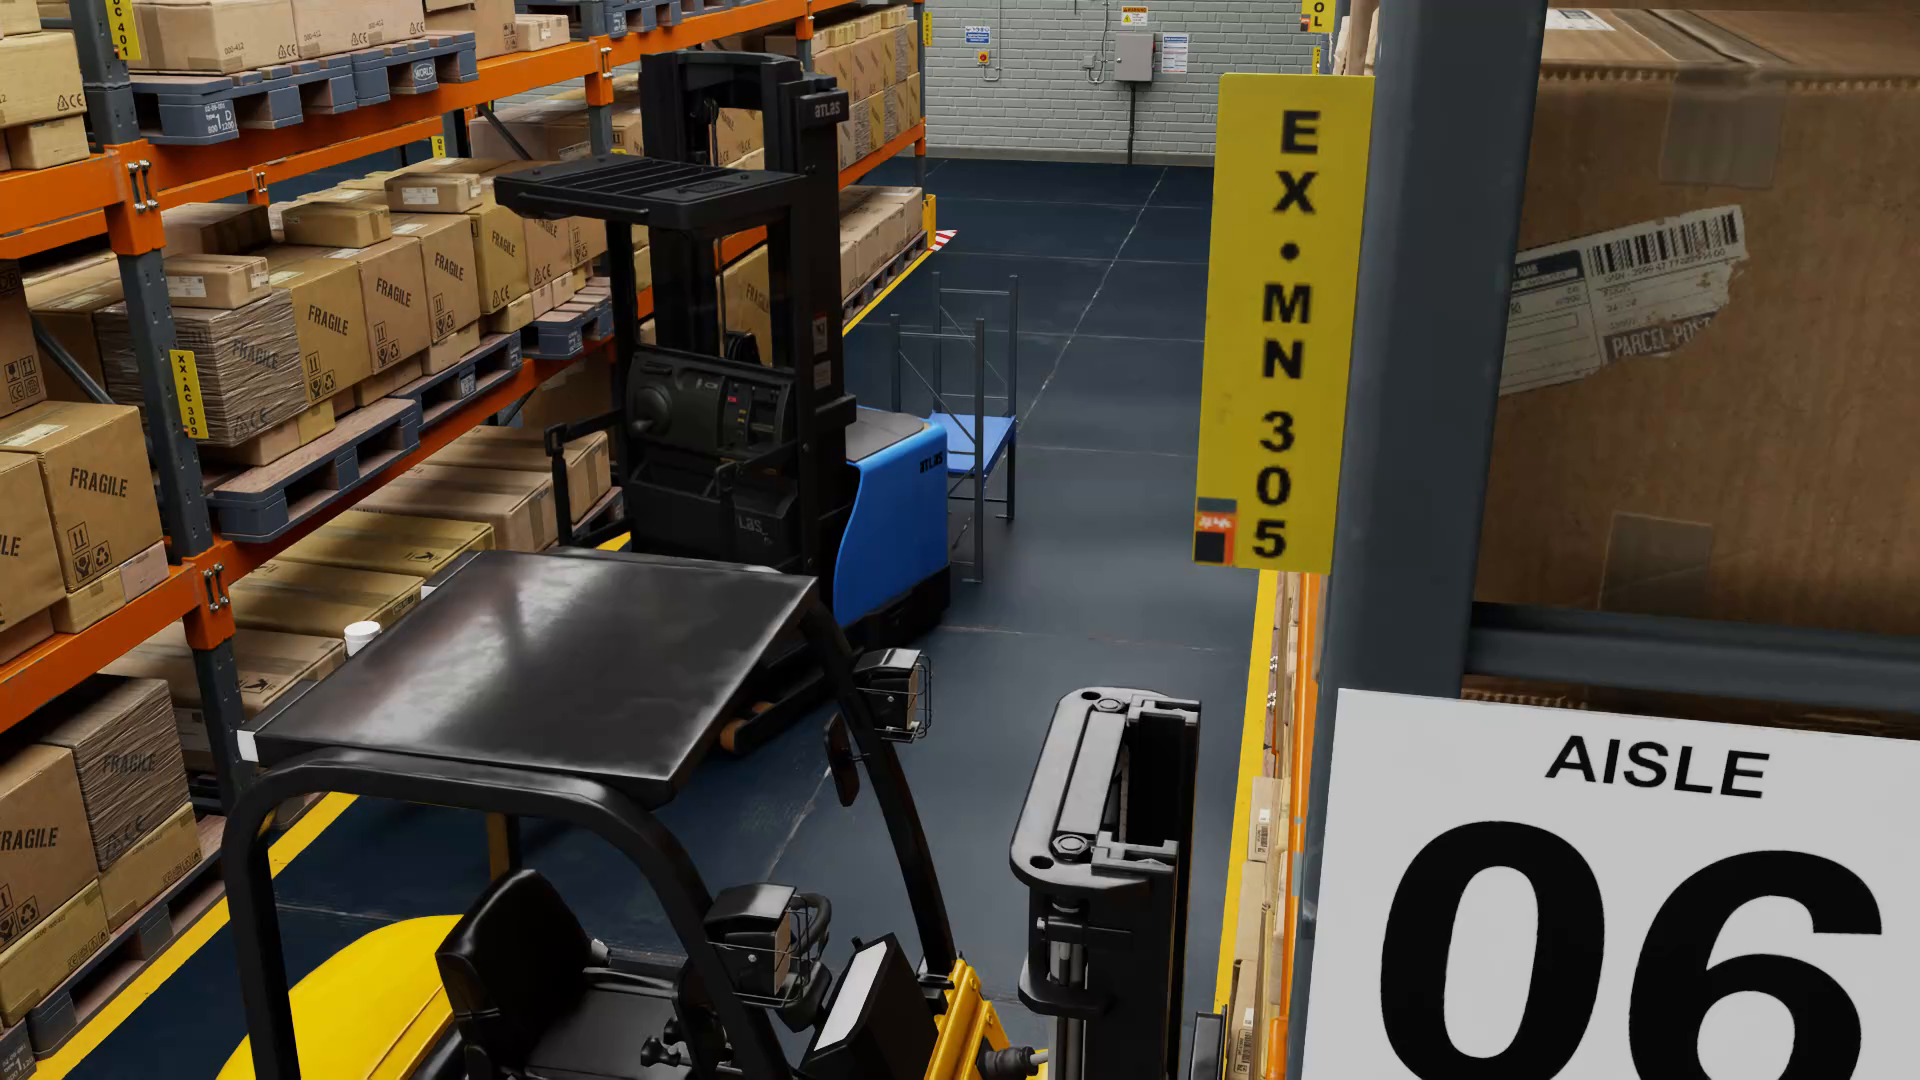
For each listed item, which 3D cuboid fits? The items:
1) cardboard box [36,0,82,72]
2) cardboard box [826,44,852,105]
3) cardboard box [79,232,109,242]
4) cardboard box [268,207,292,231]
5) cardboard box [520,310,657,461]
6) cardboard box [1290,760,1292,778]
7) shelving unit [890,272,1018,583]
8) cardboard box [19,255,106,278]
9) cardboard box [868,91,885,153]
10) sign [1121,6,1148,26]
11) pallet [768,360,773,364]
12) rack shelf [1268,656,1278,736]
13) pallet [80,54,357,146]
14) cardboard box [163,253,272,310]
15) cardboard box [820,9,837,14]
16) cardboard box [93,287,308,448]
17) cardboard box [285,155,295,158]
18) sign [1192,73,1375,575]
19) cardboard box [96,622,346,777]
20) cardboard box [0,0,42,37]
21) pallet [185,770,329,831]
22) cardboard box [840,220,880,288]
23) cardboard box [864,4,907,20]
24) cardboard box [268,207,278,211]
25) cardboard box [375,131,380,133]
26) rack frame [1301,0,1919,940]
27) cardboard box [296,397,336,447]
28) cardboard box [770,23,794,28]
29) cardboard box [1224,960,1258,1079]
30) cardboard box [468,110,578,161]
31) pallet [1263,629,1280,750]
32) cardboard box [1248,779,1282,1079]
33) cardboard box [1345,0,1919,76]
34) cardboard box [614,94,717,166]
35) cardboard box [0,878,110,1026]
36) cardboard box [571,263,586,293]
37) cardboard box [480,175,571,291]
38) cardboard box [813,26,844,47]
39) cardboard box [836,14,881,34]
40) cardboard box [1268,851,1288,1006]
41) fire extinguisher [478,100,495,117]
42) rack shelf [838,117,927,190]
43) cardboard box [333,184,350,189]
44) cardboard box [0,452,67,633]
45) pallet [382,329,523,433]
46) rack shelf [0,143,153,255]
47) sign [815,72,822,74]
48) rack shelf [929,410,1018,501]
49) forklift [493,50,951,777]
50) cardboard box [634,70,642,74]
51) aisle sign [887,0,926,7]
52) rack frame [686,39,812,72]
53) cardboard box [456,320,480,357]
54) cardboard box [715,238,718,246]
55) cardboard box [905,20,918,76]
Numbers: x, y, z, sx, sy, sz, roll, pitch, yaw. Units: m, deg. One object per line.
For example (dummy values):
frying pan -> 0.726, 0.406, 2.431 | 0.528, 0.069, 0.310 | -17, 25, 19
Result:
cardboard box -> -3.330, -1.901, 6.182 | 0.500, 0.250, 0.500 | 4, 22, 10
cardboard box -> -1.231, -3.936, 14.138 | 0.500, 0.500, 0.500 | 4, 22, 10
cardboard box -> -7.057, -2.364, 13.488 | 0.500, 0.250, 0.500 | 5, 22, 12
cardboard box -> -3.120, -1.287, 7.939 | 0.500, 0.500, 0.500 | 4, 22, 9
cardboard box -> -2.269, -1.078, 10.797 | 0.875, 0.875, 0.875 | 4, 22, 10
cardboard box -> 0.895, 0.531, 3.519 | 0.380, 0.149, 0.250 | 4, 22, 10
shelving unit -> -0.017, -0.665, 9.496 | 0.538, 1.500, 1.048 | 4, 22, 11
cardboard box -> -6.763, -1.945, 12.448 | 0.500, 0.250, 0.500 | 5, 22, 11
cardboard box -> -1.003, -3.837, 15.232 | 0.500, 0.500, 0.500 | 5, 22, 13
sign -> 2.284, -6.862, 21.771 | 0.339, 0.242, 0.001 | 4, 22, 11
pallet -> -1.758, -1.504, 13.305 | 1.003, 0.211, 1.213 | 4, 22, 11
rack shelf -> 1.961, -0.180, 7.249 | 1.077, 0.370, 4.000 | 4, 22, 11
pallet -> -3.077, -1.682, 6.250 | 1.213, 0.211, 1.003 | 4, 22, 11
cardboard box -> -2.865, -0.985, 6.321 | 0.380, 0.149, 0.250 | 4, 22, 11
cardboard box -> -1.387, -4.965, 15.827 | 0.380, 0.149, 0.250 | 4, 22, 9
cardboard box -> -2.931, -0.688, 6.453 | 0.500, 0.500, 0.500 | 5, 22, 12
cardboard box -> -6.183, -3.488, 14.835 | 0.380, 0.149, 0.250 | 5, 22, 12
sign -> 0.208, -0.132, 1.071 | 0.100, 0.325, 0.005 | 4, 22, 11
cardboard box -> -3.203, 0.672, 7.124 | 0.950, 0.372, 0.625 | 5, 22, 12
cardboard box -> -3.158, -1.672, 5.243 | 0.380, 0.149, 0.250 | 5, 22, 12
pallet -> -3.150, 0.849, 7.463 | 1.003, 0.211, 1.213 | 4, 22, 11
cardboard box -> -1.259, -2.641, 15.262 | 0.875, 0.438, 0.875 | 4, 22, 9
cardboard box -> -0.736, -5.213, 16.441 | 0.380, 0.149, 0.250 | 5, 22, 12
cardboard box -> -6.572, -3.107, 16.011 | 0.380, 0.149, 0.250 | 3, 22, 8
cardboard box -> -5.902, -4.069, 16.277 | 0.380, 0.149, 0.250 | 5, 22, 12
rack frame -> 0.737, -1.103, 0.546 | 1.000, 3.000, 0.127 | 4, 22, 11
cardboard box -> -2.825, -0.507, 6.870 | 0.380, 0.149, 0.250 | 5, 22, 12
cardboard box -> -1.653, -4.400, 14.424 | 0.380, 0.149, 0.250 | 4, 22, 11
cardboard box -> 0.942, 1.356, 4.251 | 0.500, 0.250, 0.500 | 5, 23, 13
cardboard box -> -2.642, -2.342, 10.181 | 0.500, 0.500, 0.500 | 4, 22, 9
pallet -> 1.912, 0.791, 7.607 | 1.003, 0.211, 1.213 | 4, 22, 11
cardboard box -> 0.891, 0.873, 3.538 | 0.500, 0.500, 0.500 | 5, 22, 11
cardboard box -> 0.895, -0.546, 2.349 | 0.700, 0.500, 0.500 | 5, 22, 11
cardboard box -> -1.938, -2.665, 10.982 | 0.500, 0.500, 0.500 | 5, 22, 12
cardboard box -> -3.263, 1.353, 5.597 | 0.500, 0.250, 0.500 | 4, 22, 9
cardboard box -> -2.311, -1.459, 9.236 | 0.380, 0.149, 0.250 | 5, 22, 12
cardboard box -> -2.406, -1.624, 8.777 | 0.500, 0.500, 0.500 | 4, 22, 10
cardboard box -> -1.198, -4.270, 14.100 | 0.380, 0.149, 0.250 | 4, 22, 11
cardboard box -> -0.942, -4.742, 15.272 | 0.380, 0.149, 0.250 | 5, 22, 12
cardboard box -> 0.718, 0.669, 2.778 | 0.380, 0.149, 0.250 | 5, 22, 12
fire extinguisher -> -5.222, -4.737, 18.202 | 0.296, 0.674, 0.183 | 4, 22, 11
rack shelf -> -1.267, -3.483, 15.450 | 1.077, 0.370, 4.000 | 4, 22, 11
cardboard box -> -6.249, -3.582, 17.190 | 0.380, 0.149, 0.250 | 3, 22, 8
cardboard box -> -3.253, 0.026, 5.241 | 0.500, 0.500, 0.500 | 5, 23, 13
pallet -> -2.855, -0.806, 8.098 | 1.003, 0.211, 1.213 | 4, 22, 11
rack shelf -> -3.715, -0.486, 3.993 | 1.077, 0.370, 4.000 | 4, 22, 11
sign -> -1.142, -3.548, 13.204 | 0.100, 0.325, 0.005 | 4, 22, 11
rack shelf -> -0.017, -0.498, 9.563 | 0.538, 0.185, 1.000 | 4, 22, 11
forklift -> -1.265, -0.595, 7.408 | 1.130, 2.935, 3.031 | 13, 26, 30
cardboard box -> -2.123, -3.268, 12.482 | 0.500, 0.500, 0.500 | 4, 22, 11
aisle sign -> -0.540, -5.757, 16.653 | 0.394, 0.787, 0.004 | 4, 22, 11
rack frame -> -1.675, -3.085, 13.499 | 1.000, 3.000, 0.127 | 4, 22, 11
cardboard box -> -2.566, -0.990, 8.071 | 0.380, 0.149, 0.250 | 4, 22, 9
cardboard box -> -1.945, -2.093, 11.237 | 0.500, 0.250, 0.500 | 5, 23, 13
cardboard box -> -0.724, -4.864, 16.443 | 0.500, 0.500, 0.500 | 5, 23, 13
